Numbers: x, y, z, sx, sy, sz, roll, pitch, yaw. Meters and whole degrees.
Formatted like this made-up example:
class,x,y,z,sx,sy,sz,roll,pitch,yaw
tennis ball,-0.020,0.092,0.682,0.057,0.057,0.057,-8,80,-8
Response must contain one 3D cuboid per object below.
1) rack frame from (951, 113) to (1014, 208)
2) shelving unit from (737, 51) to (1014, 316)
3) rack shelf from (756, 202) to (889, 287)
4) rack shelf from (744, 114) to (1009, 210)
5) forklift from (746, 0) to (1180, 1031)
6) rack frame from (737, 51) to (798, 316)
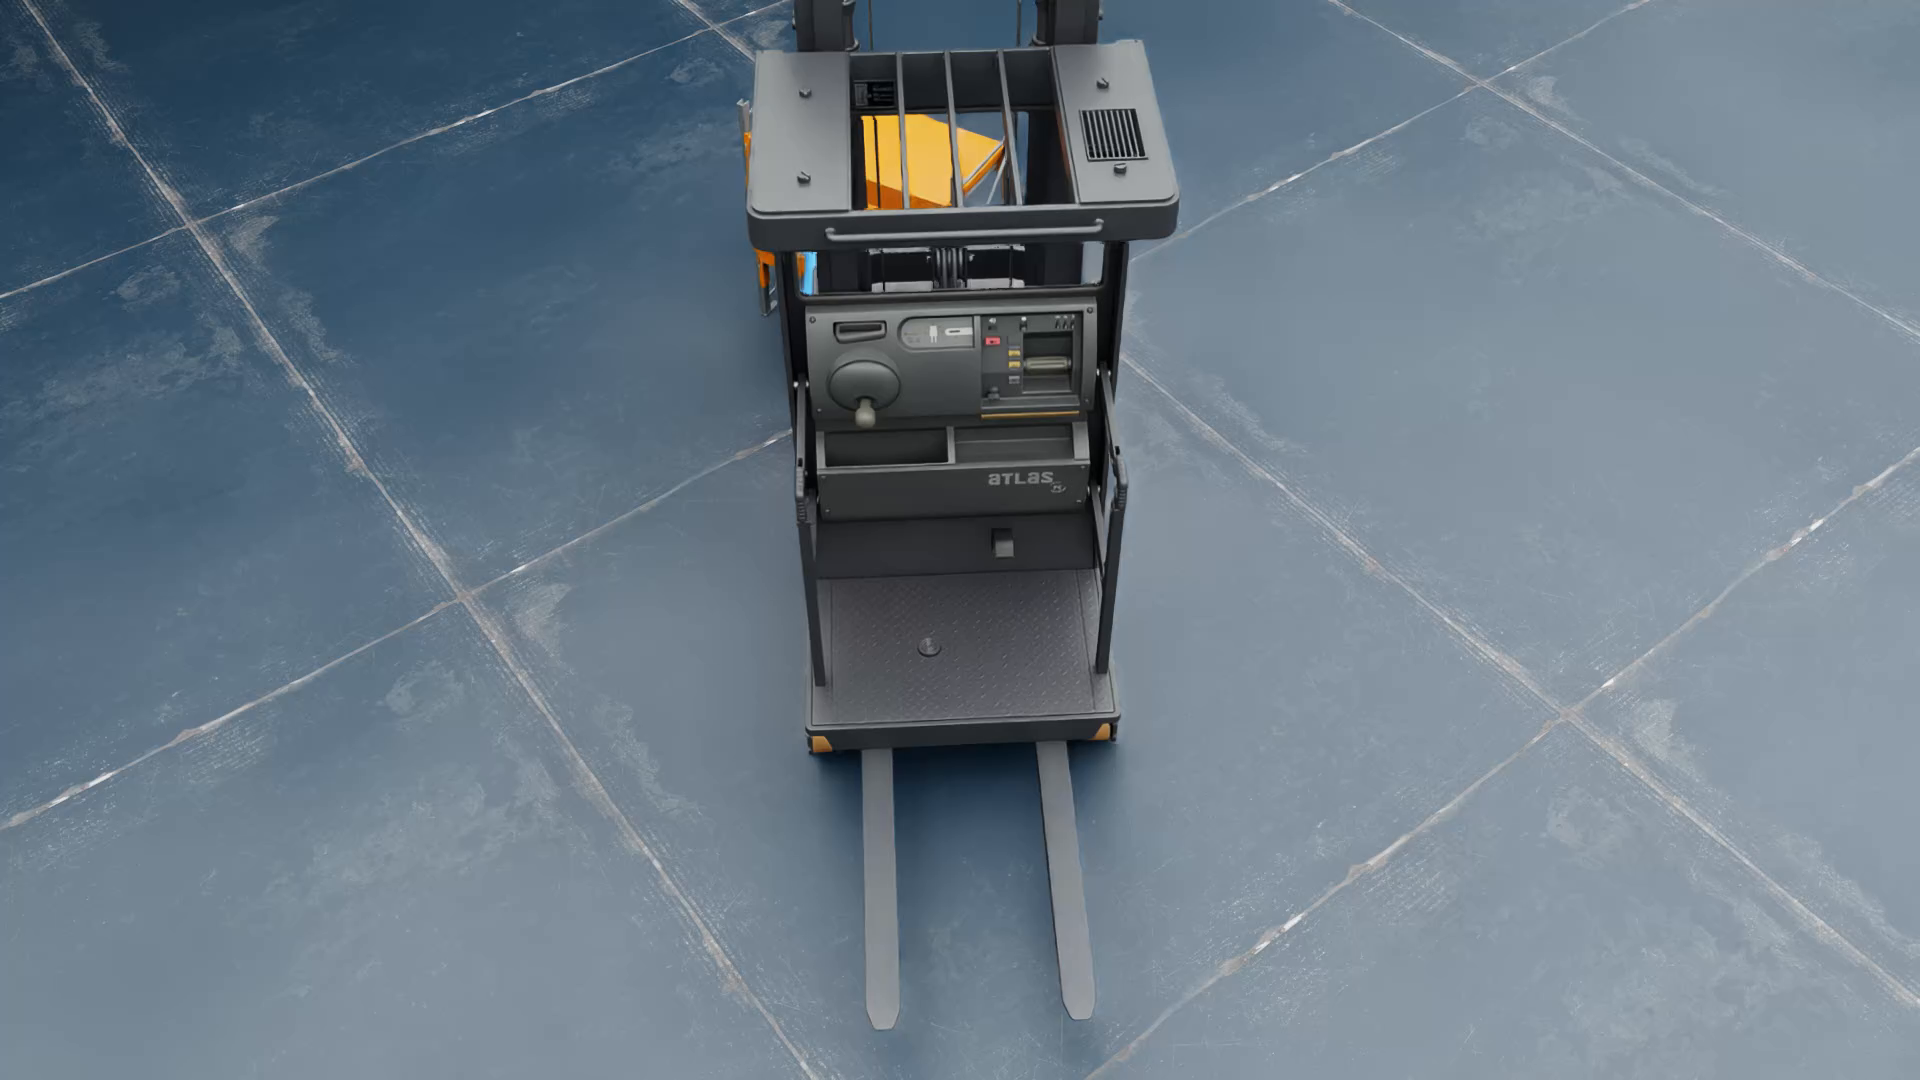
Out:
class,x,y,z,sx,sy,sz,roll,pitch,yaw
rack frame,0.099,-1.208,7.085,0.032,1.125,0.500,23,52,19
shelving unit,-0.344,-1.394,7.253,1.048,1.125,0.538,23,52,19
rack shelf,-0.344,-1.229,7.434,1.000,0.278,0.538,23,52,19
rack shelf,-0.344,-1.590,7.036,1.000,0.278,0.538,23,52,19
forklift,-0.011,-0.468,5.195,1.130,2.935,3.031,-2,48,-2
rack frame,-0.786,-1.579,7.421,0.032,1.125,0.500,23,52,19
